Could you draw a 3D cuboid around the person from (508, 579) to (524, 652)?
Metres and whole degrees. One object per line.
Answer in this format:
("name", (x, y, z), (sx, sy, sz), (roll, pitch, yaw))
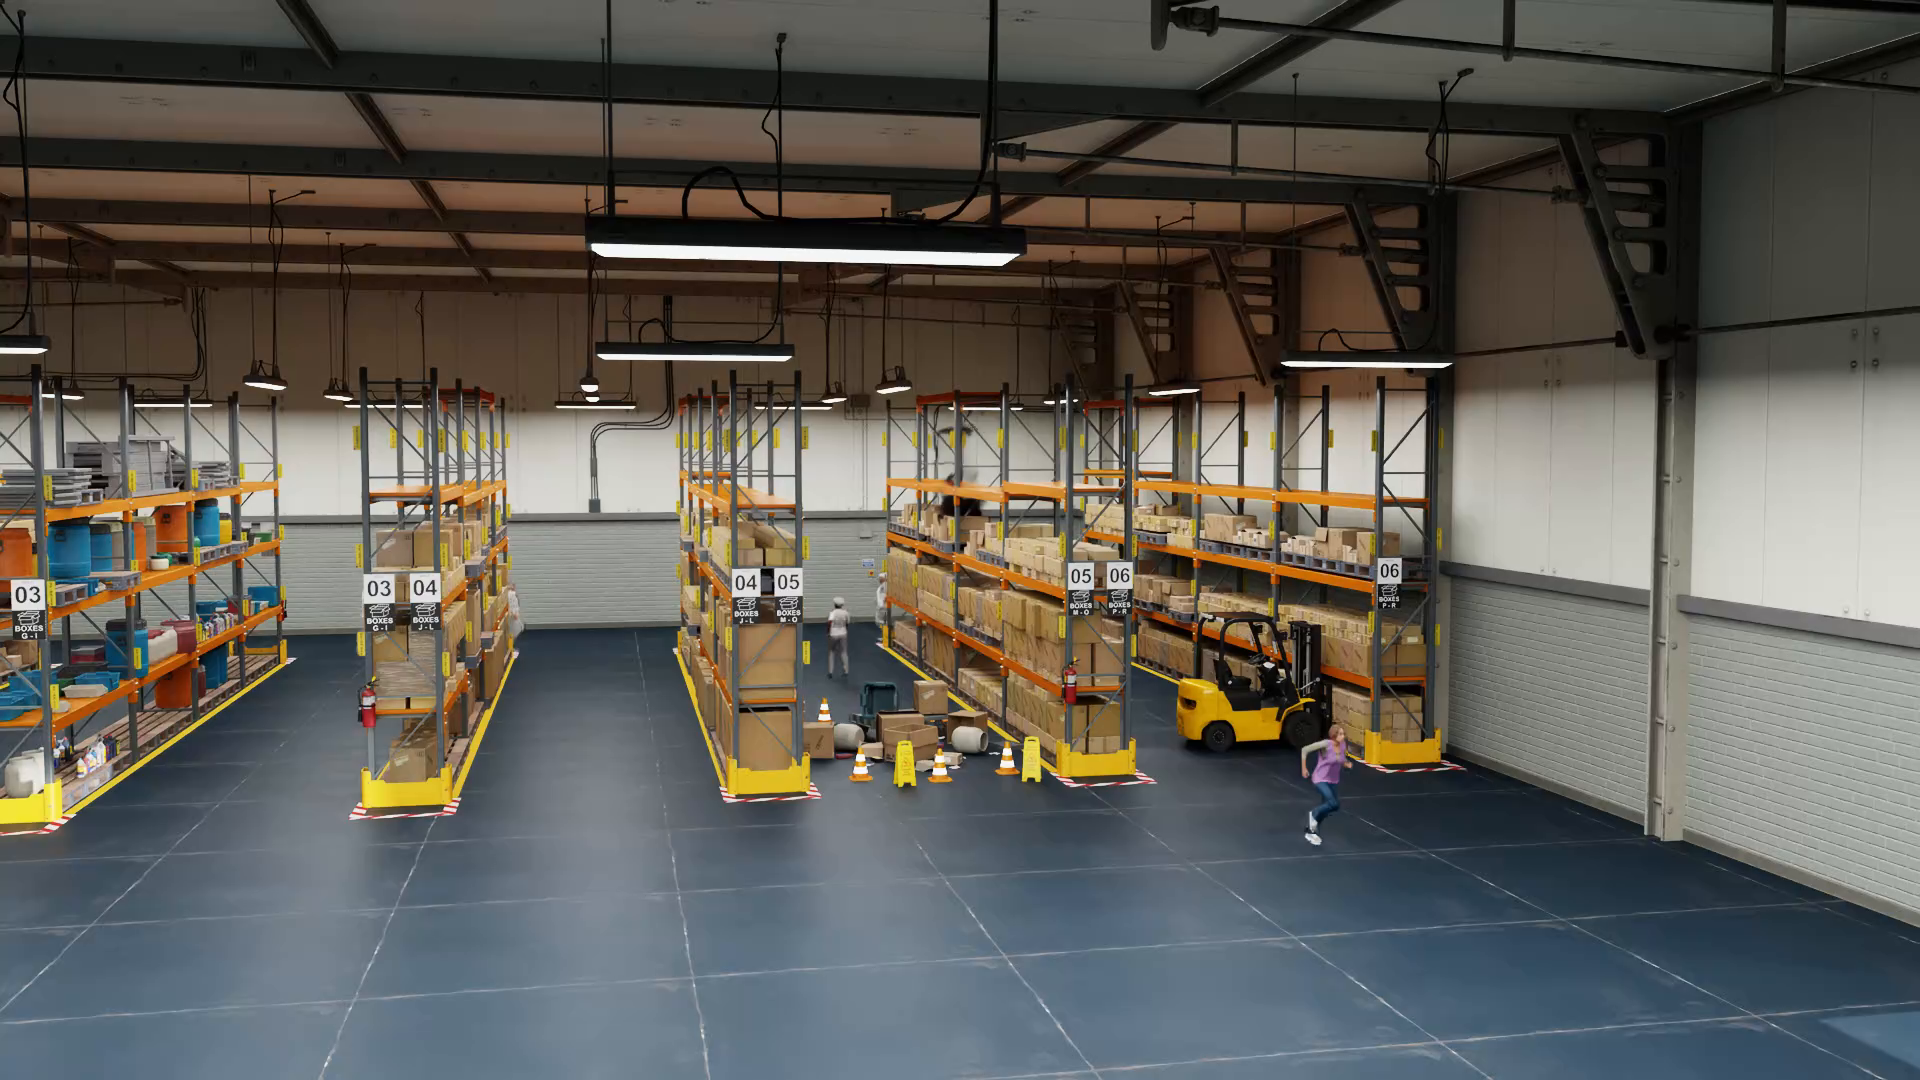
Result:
("person", (-10.669, 1.790, 39.576), (0.538, 1.748, 0.693), (-1, 3, -10))

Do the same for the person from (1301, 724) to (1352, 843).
("person", (4.546, 3.017, 20.549), (0.525, 1.525, 0.717), (-2, 4, -36))

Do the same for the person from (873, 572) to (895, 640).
("person", (-1.889, 1.655, 41.661), (0.626, 1.738, 0.727), (0, 3, 2))

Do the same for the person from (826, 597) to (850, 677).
("person", (-2.560, 2.069, 34.931), (0.569, 1.746, 0.794), (-1, 4, -19))
